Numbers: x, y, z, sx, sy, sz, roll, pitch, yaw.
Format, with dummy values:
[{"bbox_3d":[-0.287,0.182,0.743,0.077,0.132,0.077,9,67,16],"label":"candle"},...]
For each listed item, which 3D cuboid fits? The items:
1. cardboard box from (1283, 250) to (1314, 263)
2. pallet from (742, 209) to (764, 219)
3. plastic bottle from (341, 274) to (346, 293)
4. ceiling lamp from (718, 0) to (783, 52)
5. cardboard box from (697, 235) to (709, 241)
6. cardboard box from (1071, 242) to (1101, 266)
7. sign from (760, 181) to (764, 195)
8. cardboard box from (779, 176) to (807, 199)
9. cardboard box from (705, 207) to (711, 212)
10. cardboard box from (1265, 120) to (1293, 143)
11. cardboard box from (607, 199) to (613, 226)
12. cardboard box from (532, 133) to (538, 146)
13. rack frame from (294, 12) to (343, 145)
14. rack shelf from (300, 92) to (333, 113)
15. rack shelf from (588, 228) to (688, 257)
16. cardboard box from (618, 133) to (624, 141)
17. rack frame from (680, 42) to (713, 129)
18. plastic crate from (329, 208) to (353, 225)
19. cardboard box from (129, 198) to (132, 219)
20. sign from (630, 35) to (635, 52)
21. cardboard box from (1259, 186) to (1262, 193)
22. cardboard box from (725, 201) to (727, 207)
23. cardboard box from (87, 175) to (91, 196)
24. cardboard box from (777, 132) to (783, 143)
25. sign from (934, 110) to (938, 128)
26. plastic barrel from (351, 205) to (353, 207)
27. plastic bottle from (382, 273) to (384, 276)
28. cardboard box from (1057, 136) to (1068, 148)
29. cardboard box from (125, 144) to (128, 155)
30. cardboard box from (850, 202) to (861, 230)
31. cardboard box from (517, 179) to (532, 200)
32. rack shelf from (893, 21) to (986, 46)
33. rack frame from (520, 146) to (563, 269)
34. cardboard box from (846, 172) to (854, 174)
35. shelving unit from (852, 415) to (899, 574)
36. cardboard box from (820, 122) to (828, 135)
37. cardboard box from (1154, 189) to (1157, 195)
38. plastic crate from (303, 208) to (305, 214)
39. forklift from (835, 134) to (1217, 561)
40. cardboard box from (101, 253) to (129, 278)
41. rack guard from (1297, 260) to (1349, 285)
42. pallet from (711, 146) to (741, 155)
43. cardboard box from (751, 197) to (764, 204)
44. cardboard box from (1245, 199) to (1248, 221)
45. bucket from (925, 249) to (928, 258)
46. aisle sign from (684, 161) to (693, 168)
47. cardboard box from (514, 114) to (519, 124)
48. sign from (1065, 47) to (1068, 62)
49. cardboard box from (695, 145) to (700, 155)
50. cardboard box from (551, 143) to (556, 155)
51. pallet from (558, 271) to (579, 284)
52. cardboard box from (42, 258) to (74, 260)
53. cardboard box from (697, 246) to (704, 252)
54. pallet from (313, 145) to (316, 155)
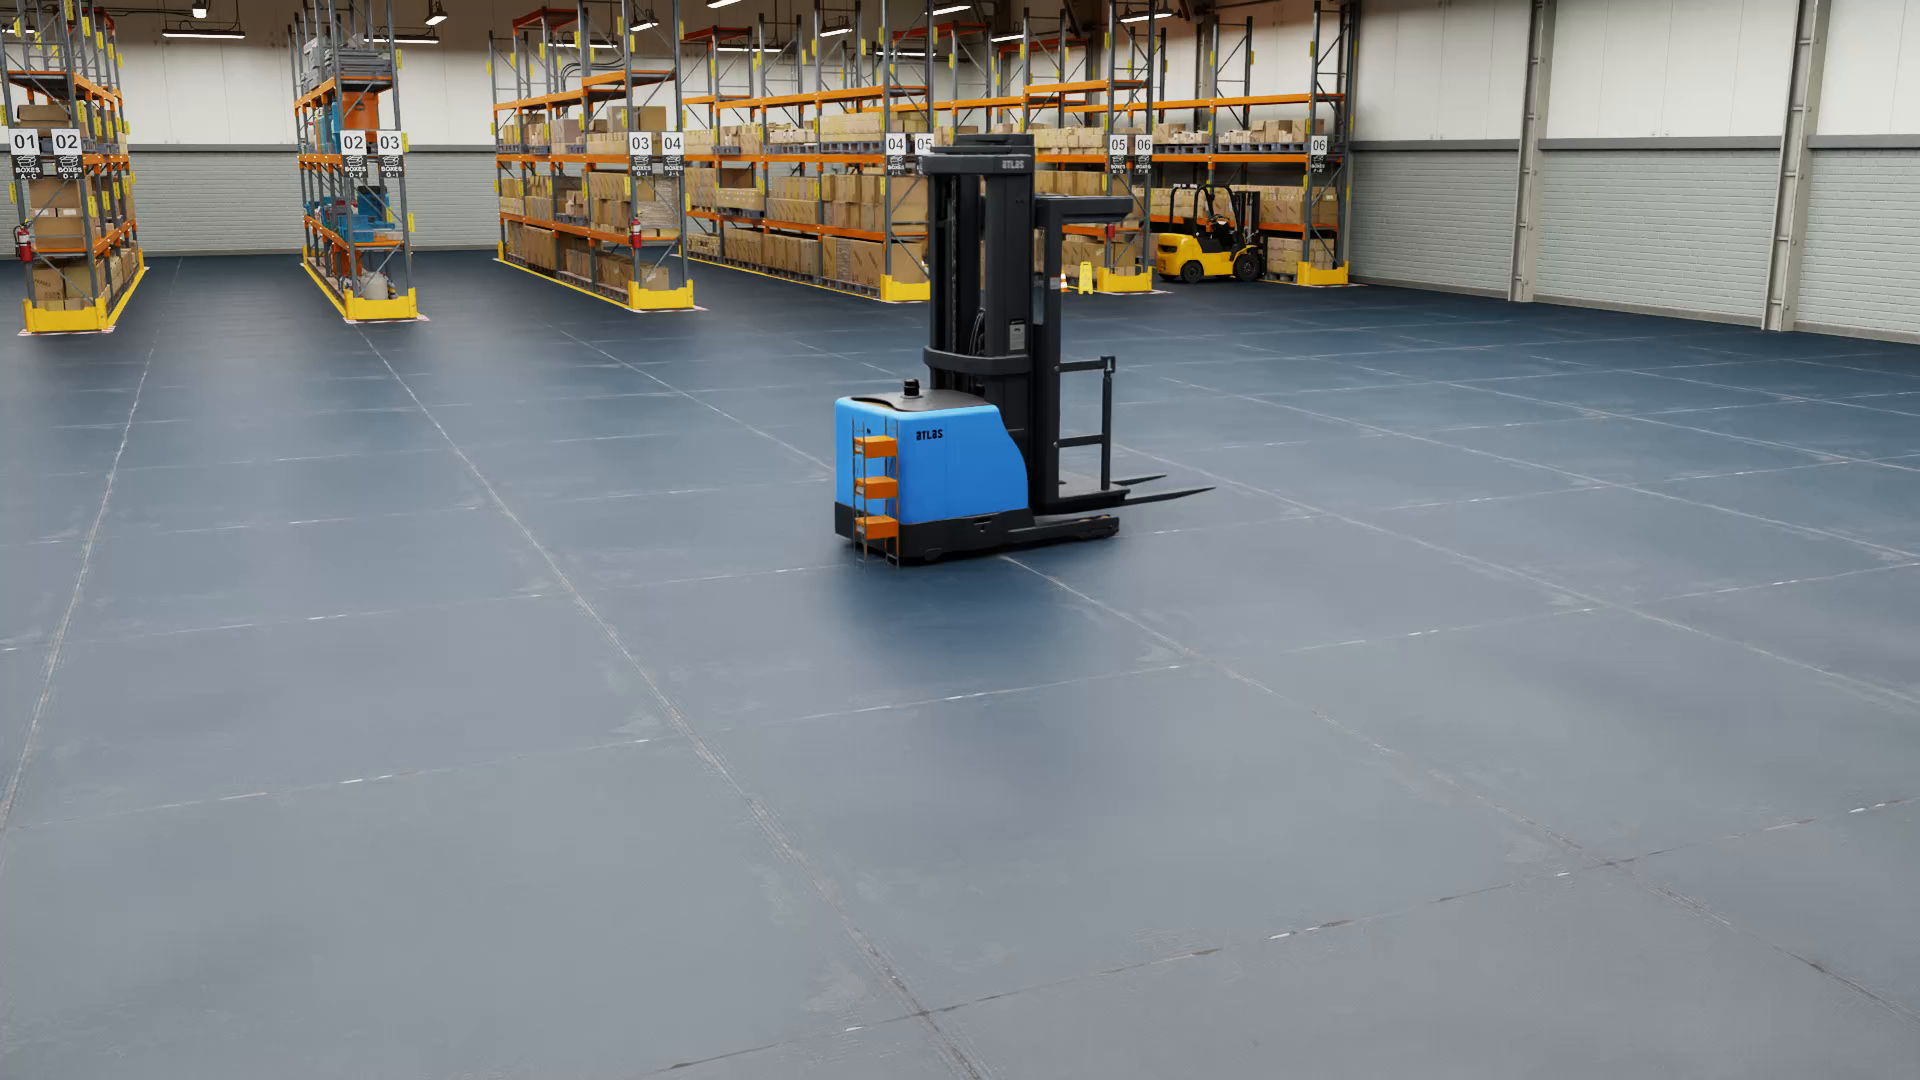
[{"bbox_3d":[7.567,-6.342,37.177,0.500,0.250,0.500,-6,14,-24],"label":"cardboard box"},{"bbox_3d":[-4.581,-7.941,40.453,1.213,0.211,1.003,-6,14,-23],"label":"pallet"},{"bbox_3d":[-11.776,-4.915,31.854,0.144,0.351,0.185,-5,14,-21],"label":"plastic bottle"},{"bbox_3d":[-6.204,-16.120,49.115,2.000,3.185,0.800,-6,14,-23],"label":"ceiling lamp"},{"bbox_3d":[-6.959,-8.246,45.418,0.380,0.149,0.250,-5,14,-22],"label":"cardboard box"},{"bbox_3d":[2.730,-6.192,35.973,0.500,0.500,0.500,-5,14,-21],"label":"cardboard box"},{"bbox_3d":[-4.691,-8.371,39.495,0.100,0.325,0.005,-6,14,-23],"label":"sign"},{"bbox_3d":[-3.823,-8.234,38.857,0.700,0.500,0.500,-6,14,-24],"label":"cardboard box"},{"bbox_3d":[-6.601,-8.851,44.519,0.380,0.149,0.250,-6,14,-25],"label":"cardboard box"},{"bbox_3d":[7.329,-9.214,37.503,0.700,0.500,0.500,-6,14,-23],"label":"cardboard box"},{"bbox_3d":[-6.434,-6.430,32.620,0.875,0.500,0.500,-6,14,-23],"label":"cardboard box"},{"bbox_3d":[-10.028,-9.684,40.172,0.500,0.311,0.500,-6,14,-25],"label":"cardboard box"},{"bbox_3d":[-14.924,-10.771,38.952,1.000,3.000,0.127,-6,14,-23],"label":"rack frame"},{"bbox_3d":[-14.122,-9.813,37.293,1.077,0.370,4.000,-6,14,-23],"label":"rack shelf"},{"bbox_3d":[-6.380,-5.879,32.716,1.077,0.370,4.000,-6,14,-23],"label":"rack shelf"},{"bbox_3d":[-6.182,-7.539,31.089,0.380,0.149,0.250,-6,14,-25],"label":"cardboard box"},{"bbox_3d":[-7.403,-12.472,46.301,1.000,3.000,0.127,-6,14,-23],"label":"rack frame"},{"bbox_3d":[-12.193,-6.299,32.793,0.402,0.464,0.583,-6,14,-23],"label":"plastic crate"},{"bbox_3d":[-20.030,-7.895,39.606,0.500,0.500,0.500,-6,14,-24],"label":"cardboard box"},{"bbox_3d":[-6.676,-10.105,33.825,0.100,0.325,0.005,-6,14,-23],"label":"sign"},{"bbox_3d":[7.092,-8.042,38.144,0.380,0.149,0.250,-5,14,-22],"label":"cardboard box"},{"bbox_3d":[-5.751,-8.522,42.163,0.380,0.149,0.250,-5,14,-22],"label":"cardboard box"},{"bbox_3d":[-15.872,-6.234,29.556,0.700,0.500,0.500,-6,14,-23],"label":"cardboard box"},{"bbox_3d":[-3.909,-9.265,38.277,0.500,0.250,0.500,-5,14,-21],"label":"cardboard box"},{"bbox_3d":[-0.482,-8.218,32.461,0.100,0.325,0.005,-6,14,-23],"label":"sign"},{"bbox_3d":[-12.713,-6.883,35.211,0.421,0.512,0.421,0,13,0],"label":"plastic barrel"},{"bbox_3d":[-11.120,-4.973,32.103,0.144,0.351,0.185,-6,15,-26],"label":"plastic bottle"},{"bbox_3d":[2.433,-8.641,36.075,0.500,0.250,0.500,-5,14,-22],"label":"cardboard box"},{"bbox_3d":[-20.619,-9.534,40.593,0.500,0.250,0.500,-6,14,-23],"label":"cardboard box"},{"bbox_3d":[-1.783,-6.734,34.480,0.875,0.550,0.500,-6,14,-23],"label":"cardboard box"},{"bbox_3d":[-10.814,-8.804,41.767,0.500,0.500,0.500,-5,14,-21],"label":"cardboard box"},{"bbox_3d":[-0.504,-12.969,42.674,1.077,0.370,4.000,-6,14,-23],"label":"rack shelf"},{"bbox_3d":[-10.385,-8.296,41.562,1.000,3.000,0.127,-6,14,-23],"label":"rack frame"},{"bbox_3d":[-2.976,-10.428,48.336,0.500,0.500,0.500,-6,14,-24],"label":"cardboard box"},{"bbox_3d":[-0.579,-0.315,11.401,0.252,1.050,0.215,-7,15,-26],"label":"shelving unit"},{"bbox_3d":[-2.656,-8.730,35.307,0.500,0.250,0.500,-6,14,-23],"label":"cardboard box"},{"bbox_3d":[5.180,-8.878,42.417,0.380,0.149,0.250,-5,14,-22],"label":"cardboard box"},{"bbox_3d":[-16.676,-8.421,42.555,0.250,0.136,0.298,-6,14,-23],"label":"plastic crate"},{"bbox_3d":[0.592,-1.510,12.394,3.031,2.935,1.130,-8,15,-32],"label":"forklift"},{"bbox_3d":[-18.193,-5.904,35.793,0.500,0.500,0.500,-6,14,-24],"label":"cardboard box"},{"bbox_3d":[8.058,-5.938,36.918,1.175,0.500,0.348,-6,14,-23],"label":"rack guard"},{"bbox_3d":[-5.651,-9.956,42.498,1.213,0.211,1.003,-6,14,-23],"label":"pallet"},{"bbox_3d":[-4.813,-8.185,40.047,0.380,0.149,0.250,-5,14,-22],"label":"cardboard box"},{"bbox_3d":[6.812,-7.710,38.809,0.500,0.500,0.500,-6,14,-24],"label":"cardboard box"},{"bbox_3d":[-0.429,-6.396,37.242,0.726,0.611,0.620,-1,3,-4],"label":"bucket"},{"bbox_3d":[-7.707,-10.804,46.633,0.394,0.787,0.004,-6,14,-23],"label":"aisle sign"},{"bbox_3d":[-11.188,-10.833,42.833,0.500,0.250,0.500,-6,14,-25],"label":"cardboard box"},{"bbox_3d":[2.404,-11.000,37.693,0.100,0.325,0.005,-6,14,-23],"label":"sign"},{"bbox_3d":[-6.835,-10.500,44.765,0.500,0.250,0.500,-6,14,-23],"label":"cardboard box"},{"bbox_3d":[-8.828,-8.738,37.151,0.500,0.250,0.500,-5,14,-22],"label":"cardboard box"},{"bbox_3d":[-8.471,-5.949,37.607,1.003,0.211,1.213,-6,14,-23],"label":"pallet"},{"bbox_3d":[-16.360,-4.855,30.200,0.500,0.500,0.500,-6,14,-23],"label":"cardboard box"},{"bbox_3d":[-6.989,-7.964,45.521,0.380,0.149,0.250,-6,14,-26],"label":"cardboard box"},{"bbox_3d":[-14.063,-8.831,37.639,1.003,0.211,1.213,-6,14,-23],"label":"pallet"}]
